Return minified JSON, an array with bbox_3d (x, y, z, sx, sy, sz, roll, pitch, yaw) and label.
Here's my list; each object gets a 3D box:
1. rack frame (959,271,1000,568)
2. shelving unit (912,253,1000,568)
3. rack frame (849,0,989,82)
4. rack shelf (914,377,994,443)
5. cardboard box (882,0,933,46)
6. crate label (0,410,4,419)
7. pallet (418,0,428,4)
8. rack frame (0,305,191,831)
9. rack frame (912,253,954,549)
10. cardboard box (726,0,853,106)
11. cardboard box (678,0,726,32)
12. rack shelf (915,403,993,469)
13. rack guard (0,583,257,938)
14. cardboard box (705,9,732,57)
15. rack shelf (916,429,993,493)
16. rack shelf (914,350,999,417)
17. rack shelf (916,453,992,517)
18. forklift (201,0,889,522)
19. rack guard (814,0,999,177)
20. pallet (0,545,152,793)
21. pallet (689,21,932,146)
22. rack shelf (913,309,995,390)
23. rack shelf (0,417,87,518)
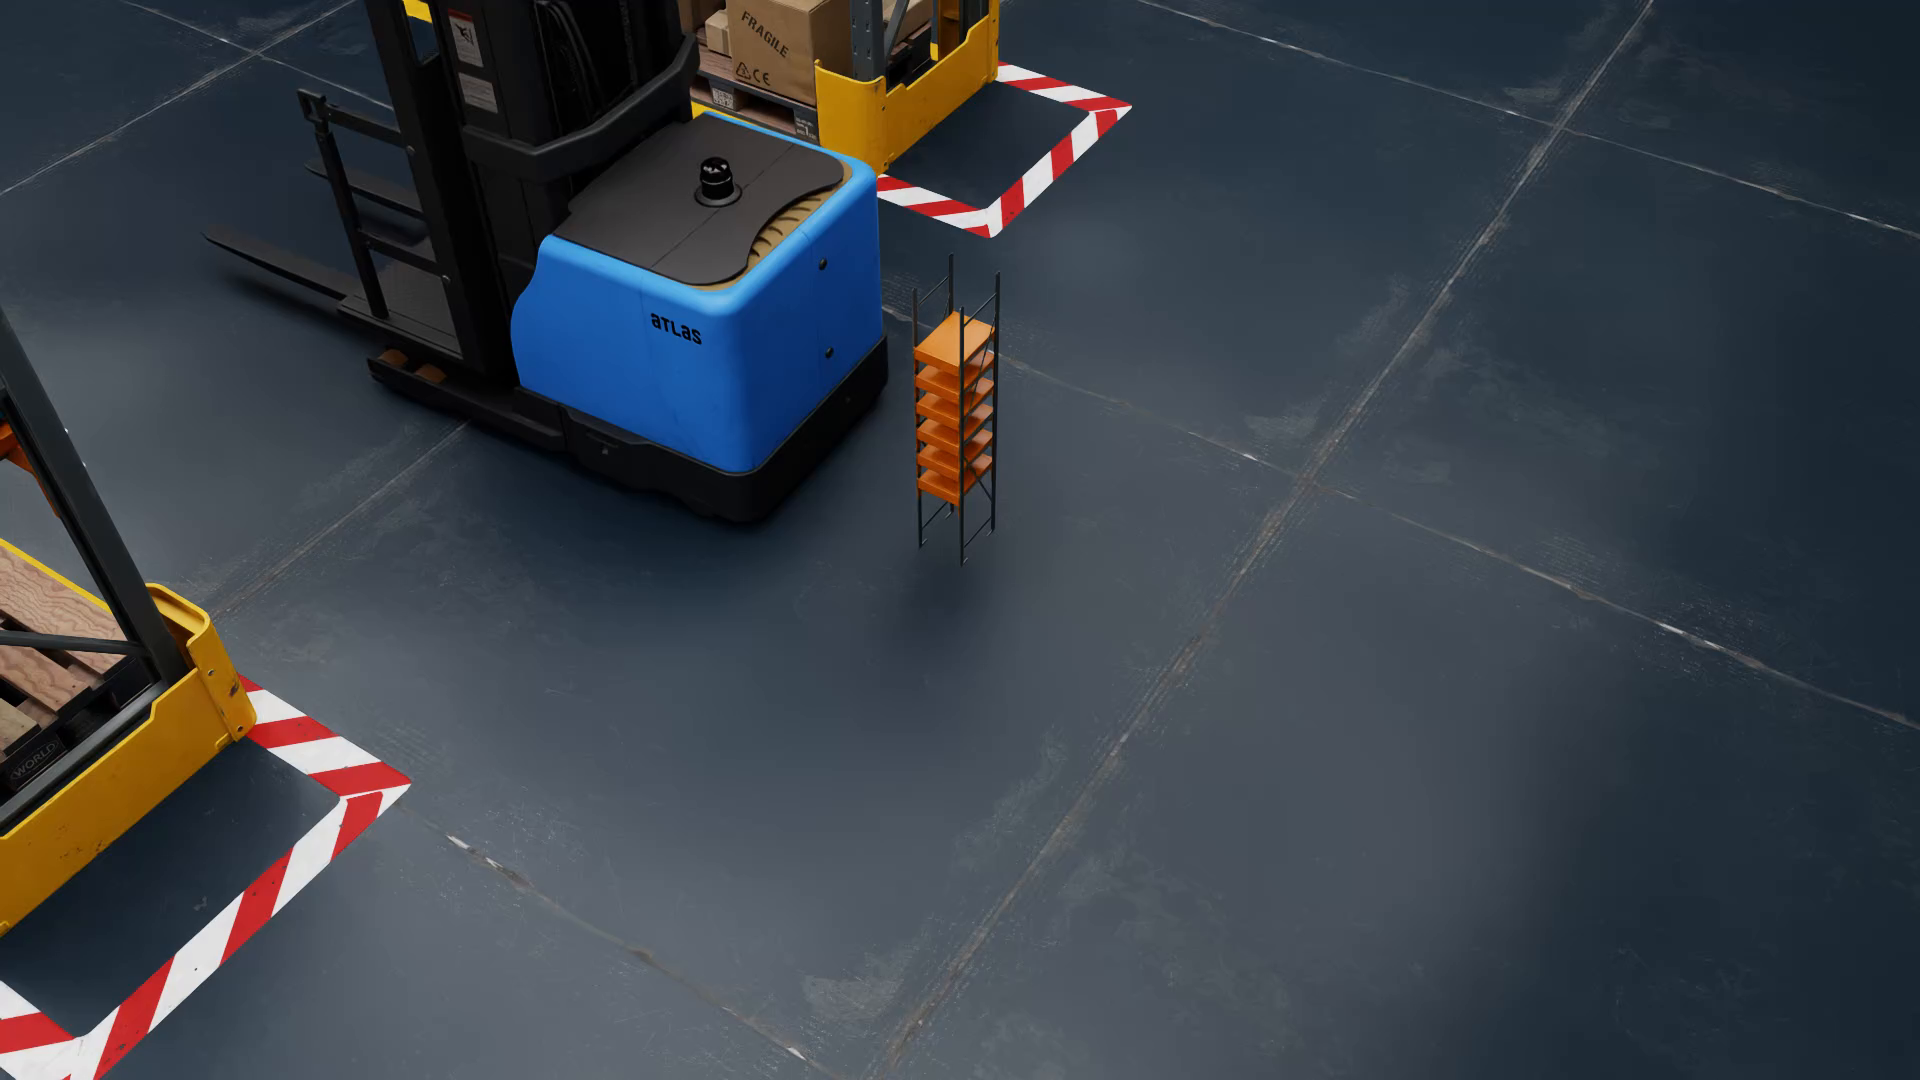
[{"bbox_3d":[0.065,-0.388,5.791,0.006,1.200,0.240,25,51,22],"label":"rack frame"},{"bbox_3d":[-0.012,-0.424,5.825,0.189,1.200,0.258,25,51,22],"label":"shelving unit"},{"bbox_3d":[-0.175,-3.145,7.215,0.127,3.000,1.000,25,51,22],"label":"rack frame"},{"bbox_3d":[-0.012,-0.476,5.771,0.180,0.103,0.258,25,51,22],"label":"rack shelf"},{"bbox_3d":[-0.342,-2.675,8.439,0.250,0.149,0.380,25,51,22],"label":"cardboard box"},{"bbox_3d":[-2.883,-0.414,4.635,0.303,0.233,0.416,25,51,22],"label":"crate label"},{"bbox_3d":[-2.965,-3.456,9.461,1.213,0.211,1.003,25,51,22],"label":"pallet"},{"bbox_3d":[-2.853,-0.157,4.311,0.127,3.000,1.000,25,51,22],"label":"rack frame"},{"bbox_3d":[-0.089,-0.459,5.860,0.006,1.200,0.240,25,51,22],"label":"rack frame"},{"bbox_3d":[-0.766,-2.489,8.014,0.500,0.500,0.500,25,51,22],"label":"cardboard box"},{"bbox_3d":[-1.549,-2.788,8.478,0.500,0.250,0.500,25,51,22],"label":"cardboard box"},{"bbox_3d":[-0.012,-0.393,5.857,0.180,0.103,0.258,25,51,22],"label":"rack shelf"},{"bbox_3d":[-2.825,0.716,5.206,0.348,0.500,1.175,25,51,22],"label":"rack guard"},{"bbox_3d":[-1.058,-2.584,8.339,0.250,0.166,0.380,25,51,22],"label":"cardboard box"},{"bbox_3d":[-0.012,-0.309,5.943,0.180,0.103,0.258,25,51,22],"label":"rack shelf"},{"bbox_3d":[-0.012,-0.560,5.685,0.180,0.103,0.258,25,51,22],"label":"rack shelf"},{"bbox_3d":[-0.012,-0.226,6.029,0.180,0.103,0.258,25,51,22],"label":"rack shelf"},{"bbox_3d":[-1.828,-1.876,6.029,3.031,2.935,1.130,22,50,20],"label":"forklift"},{"bbox_3d":[-0.239,-2.304,8.140,0.348,0.500,1.175,25,51,22],"label":"rack guard"},{"bbox_3d":[-3.526,0.472,5.644,1.213,0.211,1.003,25,51,22],"label":"pallet"},{"bbox_3d":[-0.911,-2.511,8.543,1.213,0.211,1.003,25,51,22],"label":"pallet"},{"bbox_3d":[-0.012,-0.644,5.599,0.180,0.103,0.258,25,51,22],"label":"rack shelf"},{"bbox_3d":[-4.536,-0.680,5.321,4.000,0.370,1.077,25,51,22],"label":"rack shelf"}]
